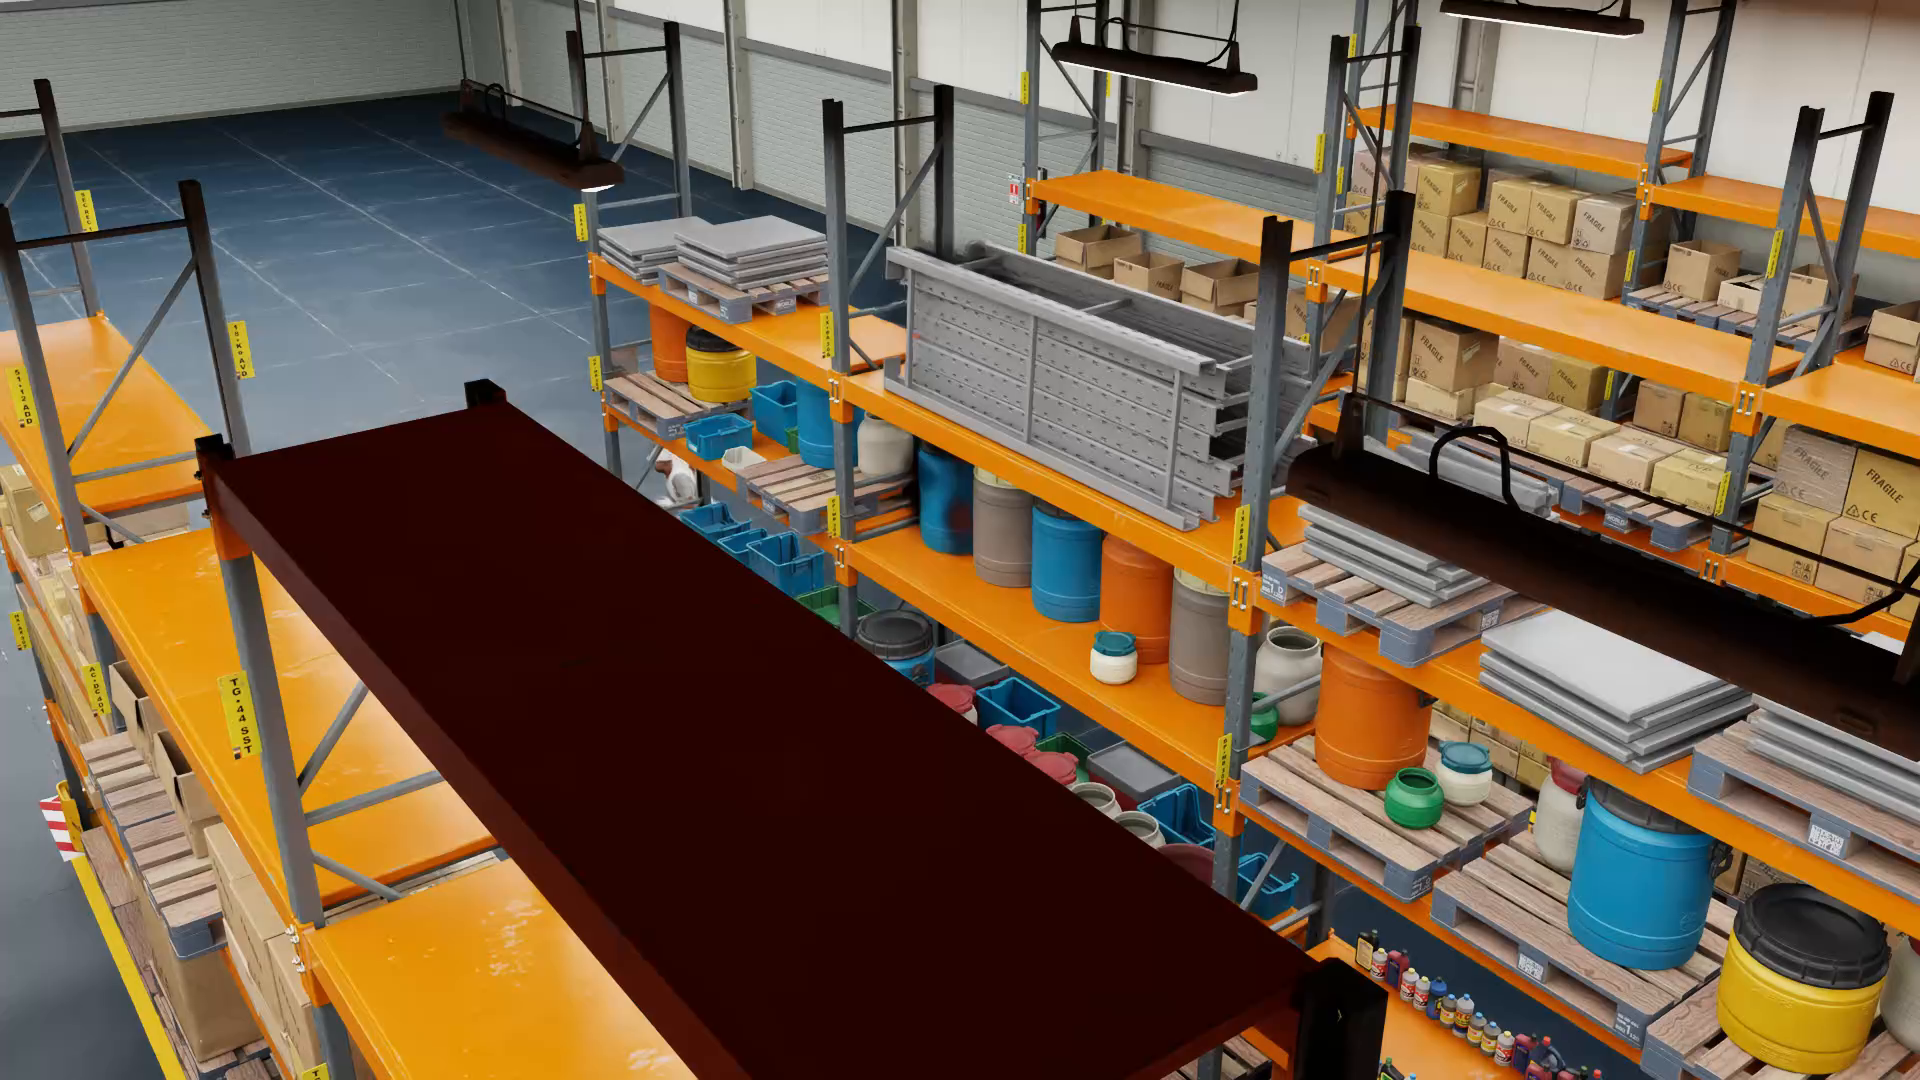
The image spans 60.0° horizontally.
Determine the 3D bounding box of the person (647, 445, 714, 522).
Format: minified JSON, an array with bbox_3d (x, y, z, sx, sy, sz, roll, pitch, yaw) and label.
[{"bbox_3d":[-2.757,-0.246,17.584,1.003,1.730,0.725,-8,26,-17],"label":"person"}]
